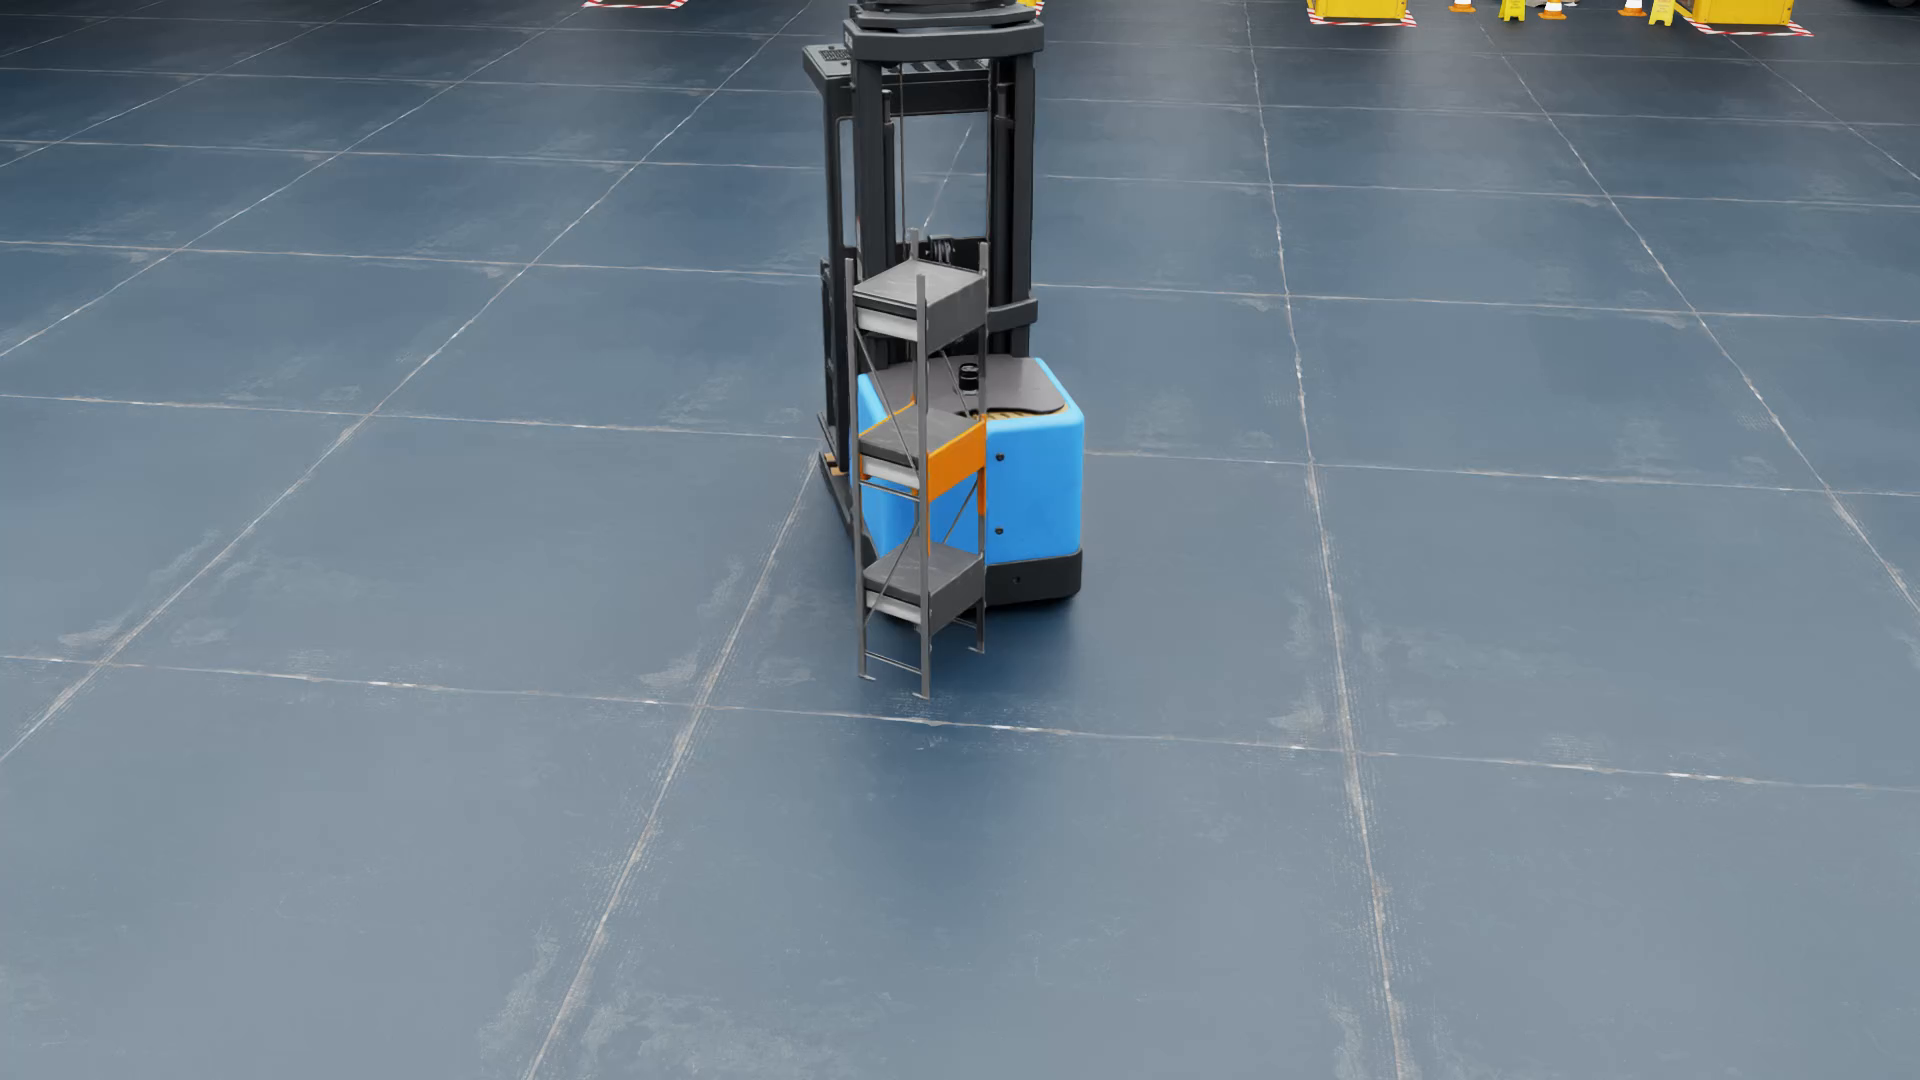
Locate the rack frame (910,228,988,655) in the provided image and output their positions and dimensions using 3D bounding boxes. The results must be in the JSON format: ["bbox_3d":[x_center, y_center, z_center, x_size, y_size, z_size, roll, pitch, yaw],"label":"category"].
[{"bbox_3d":[-0.050,-0.411,7.800,0.400,2.100,0.015,17,33,29],"label":"rack frame"}]

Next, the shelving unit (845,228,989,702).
[{"bbox_3d":[-0.182,-0.314,7.619,0.431,2.100,0.503,17,33,29],"label":"shelving unit"}]

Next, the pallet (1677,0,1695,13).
[{"bbox_3d":[10.435,-7.325,22.625,1.003,0.211,1.213,3,28,6],"label":"pallet"}]

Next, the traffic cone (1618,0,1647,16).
[{"bbox_3d":[9.063,-7.297,22.307,0.336,0.463,0.334,3,28,6],"label":"traffic cone"}]

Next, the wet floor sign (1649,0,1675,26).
[{"bbox_3d":[9.205,-7.073,21.699,0.267,0.644,0.232,14,31,24],"label":"wet floor sign"}]

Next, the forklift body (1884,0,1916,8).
[{"bbox_3d":[13.639,-8.475,22.713,2.313,2.155,1.214,3,28,6],"label":"forklift body"}]

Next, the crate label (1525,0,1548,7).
[{"bbox_3d":[7.954,-7.432,22.901,0.250,0.136,0.298,-11,30,-20],"label":"crate label"}]

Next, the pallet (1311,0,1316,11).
[{"bbox_3d":[5.386,-7.530,23.005,1.003,0.211,1.213,3,28,6],"label":"pallet"}]

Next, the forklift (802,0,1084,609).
[{"bbox_3d":[-0.216,-1.586,9.105,1.130,2.935,3.031,-7,29,-12],"label":"forklift"}]

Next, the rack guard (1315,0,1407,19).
[{"bbox_3d":[5.363,-7.265,22.208,1.175,0.500,0.348,3,28,6],"label":"rack guard"}]

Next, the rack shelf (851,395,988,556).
[{"bbox_3d":[-0.182,-0.302,7.626,0.431,0.518,0.480,17,33,29],"label":"rack shelf"}]

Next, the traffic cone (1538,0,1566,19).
[{"bbox_3d":[7.920,-7.202,22.130,0.336,0.463,0.334,3,28,6],"label":"traffic cone"}]

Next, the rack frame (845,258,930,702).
[{"bbox_3d":[-0.315,-0.217,7.439,0.400,2.100,0.015,17,33,29],"label":"rack frame"}]

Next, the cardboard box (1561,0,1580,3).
[{"bbox_3d":[8.446,-7.616,23.229,0.380,0.149,0.250,20,34,32],"label":"cardboard box"}]

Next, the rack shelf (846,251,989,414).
[{"bbox_3d":[-0.182,-0.918,7.294,0.431,0.518,0.480,17,33,29],"label":"rack shelf"}]

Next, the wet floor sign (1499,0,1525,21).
[{"bbox_3d":[7.327,-7.212,21.956,0.267,0.644,0.232,-1,28,-3],"label":"wet floor sign"}]

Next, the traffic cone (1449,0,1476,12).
[{"bbox_3d":[6.840,-7.427,22.549,0.336,0.463,0.334,3,28,6],"label":"traffic cone"}]

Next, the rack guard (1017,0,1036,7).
[{"bbox_3d":[0.465,-7.648,22.919,1.175,0.500,0.348,3,28,6],"label":"rack guard"}]

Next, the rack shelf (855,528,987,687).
[{"bbox_3d":[-0.182,0.314,7.958,0.431,0.518,0.480,17,33,29],"label":"rack shelf"}]

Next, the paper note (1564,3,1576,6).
[{"bbox_3d":[8.431,-7.390,22.936,0.148,0.019,0.142,-6,29,-11],"label":"paper note"}]

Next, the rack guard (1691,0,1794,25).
[{"bbox_3d":[10.300,-7.072,21.850,1.175,0.500,0.348,3,28,6],"label":"rack guard"}]
